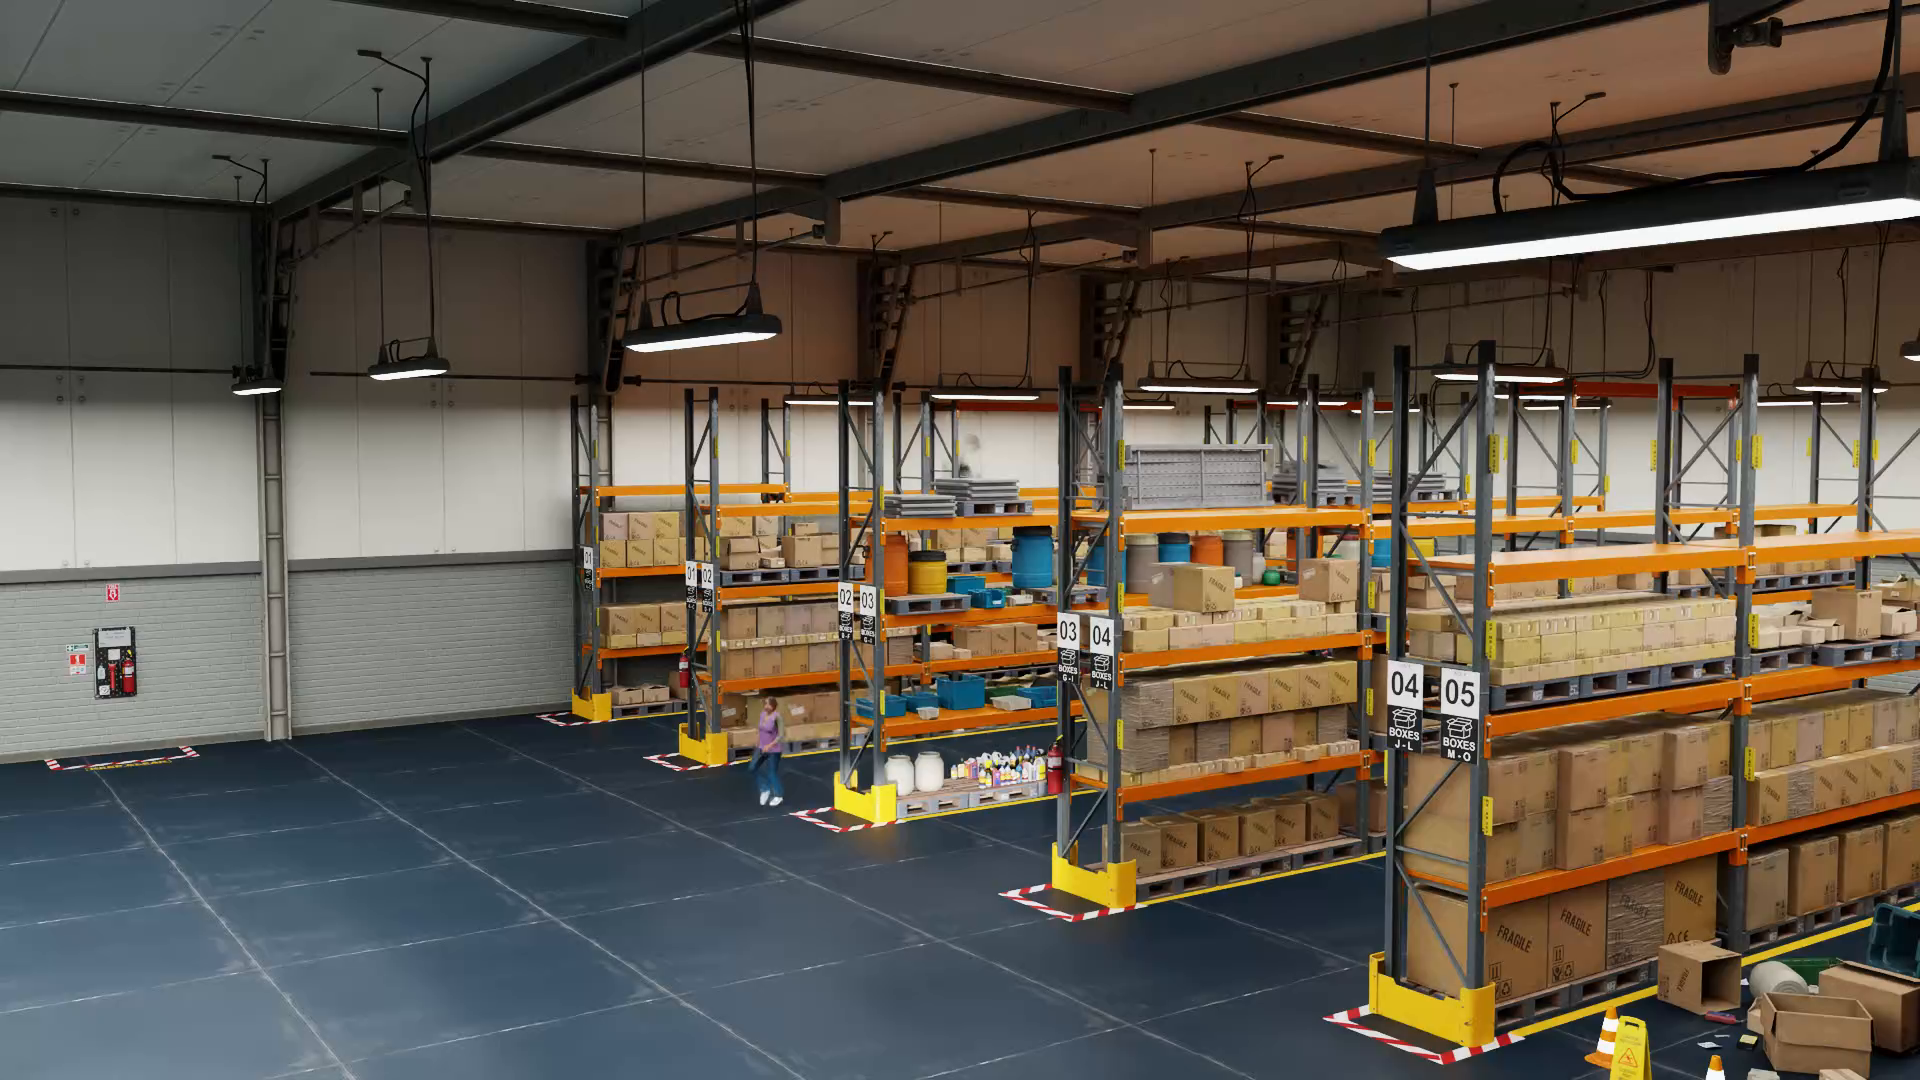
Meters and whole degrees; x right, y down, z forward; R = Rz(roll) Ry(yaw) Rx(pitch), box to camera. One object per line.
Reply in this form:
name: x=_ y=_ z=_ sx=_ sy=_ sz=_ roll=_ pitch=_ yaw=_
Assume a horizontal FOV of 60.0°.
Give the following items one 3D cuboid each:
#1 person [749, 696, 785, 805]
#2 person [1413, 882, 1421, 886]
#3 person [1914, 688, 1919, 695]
person: x=-2.698 y=2.967 z=23.391 sx=0.554 sy=1.565 sz=0.576 roll=2 pitch=4 yaw=34
person: x=5.008 y=3.250 z=17.460 sx=0.662 sy=1.724 sz=0.641 roll=3 pitch=5 yaw=43
person: x=13.345 y=3.006 z=23.120 sx=0.671 sy=1.563 sz=0.707 roll=-2 pitch=4 yaw=-26
